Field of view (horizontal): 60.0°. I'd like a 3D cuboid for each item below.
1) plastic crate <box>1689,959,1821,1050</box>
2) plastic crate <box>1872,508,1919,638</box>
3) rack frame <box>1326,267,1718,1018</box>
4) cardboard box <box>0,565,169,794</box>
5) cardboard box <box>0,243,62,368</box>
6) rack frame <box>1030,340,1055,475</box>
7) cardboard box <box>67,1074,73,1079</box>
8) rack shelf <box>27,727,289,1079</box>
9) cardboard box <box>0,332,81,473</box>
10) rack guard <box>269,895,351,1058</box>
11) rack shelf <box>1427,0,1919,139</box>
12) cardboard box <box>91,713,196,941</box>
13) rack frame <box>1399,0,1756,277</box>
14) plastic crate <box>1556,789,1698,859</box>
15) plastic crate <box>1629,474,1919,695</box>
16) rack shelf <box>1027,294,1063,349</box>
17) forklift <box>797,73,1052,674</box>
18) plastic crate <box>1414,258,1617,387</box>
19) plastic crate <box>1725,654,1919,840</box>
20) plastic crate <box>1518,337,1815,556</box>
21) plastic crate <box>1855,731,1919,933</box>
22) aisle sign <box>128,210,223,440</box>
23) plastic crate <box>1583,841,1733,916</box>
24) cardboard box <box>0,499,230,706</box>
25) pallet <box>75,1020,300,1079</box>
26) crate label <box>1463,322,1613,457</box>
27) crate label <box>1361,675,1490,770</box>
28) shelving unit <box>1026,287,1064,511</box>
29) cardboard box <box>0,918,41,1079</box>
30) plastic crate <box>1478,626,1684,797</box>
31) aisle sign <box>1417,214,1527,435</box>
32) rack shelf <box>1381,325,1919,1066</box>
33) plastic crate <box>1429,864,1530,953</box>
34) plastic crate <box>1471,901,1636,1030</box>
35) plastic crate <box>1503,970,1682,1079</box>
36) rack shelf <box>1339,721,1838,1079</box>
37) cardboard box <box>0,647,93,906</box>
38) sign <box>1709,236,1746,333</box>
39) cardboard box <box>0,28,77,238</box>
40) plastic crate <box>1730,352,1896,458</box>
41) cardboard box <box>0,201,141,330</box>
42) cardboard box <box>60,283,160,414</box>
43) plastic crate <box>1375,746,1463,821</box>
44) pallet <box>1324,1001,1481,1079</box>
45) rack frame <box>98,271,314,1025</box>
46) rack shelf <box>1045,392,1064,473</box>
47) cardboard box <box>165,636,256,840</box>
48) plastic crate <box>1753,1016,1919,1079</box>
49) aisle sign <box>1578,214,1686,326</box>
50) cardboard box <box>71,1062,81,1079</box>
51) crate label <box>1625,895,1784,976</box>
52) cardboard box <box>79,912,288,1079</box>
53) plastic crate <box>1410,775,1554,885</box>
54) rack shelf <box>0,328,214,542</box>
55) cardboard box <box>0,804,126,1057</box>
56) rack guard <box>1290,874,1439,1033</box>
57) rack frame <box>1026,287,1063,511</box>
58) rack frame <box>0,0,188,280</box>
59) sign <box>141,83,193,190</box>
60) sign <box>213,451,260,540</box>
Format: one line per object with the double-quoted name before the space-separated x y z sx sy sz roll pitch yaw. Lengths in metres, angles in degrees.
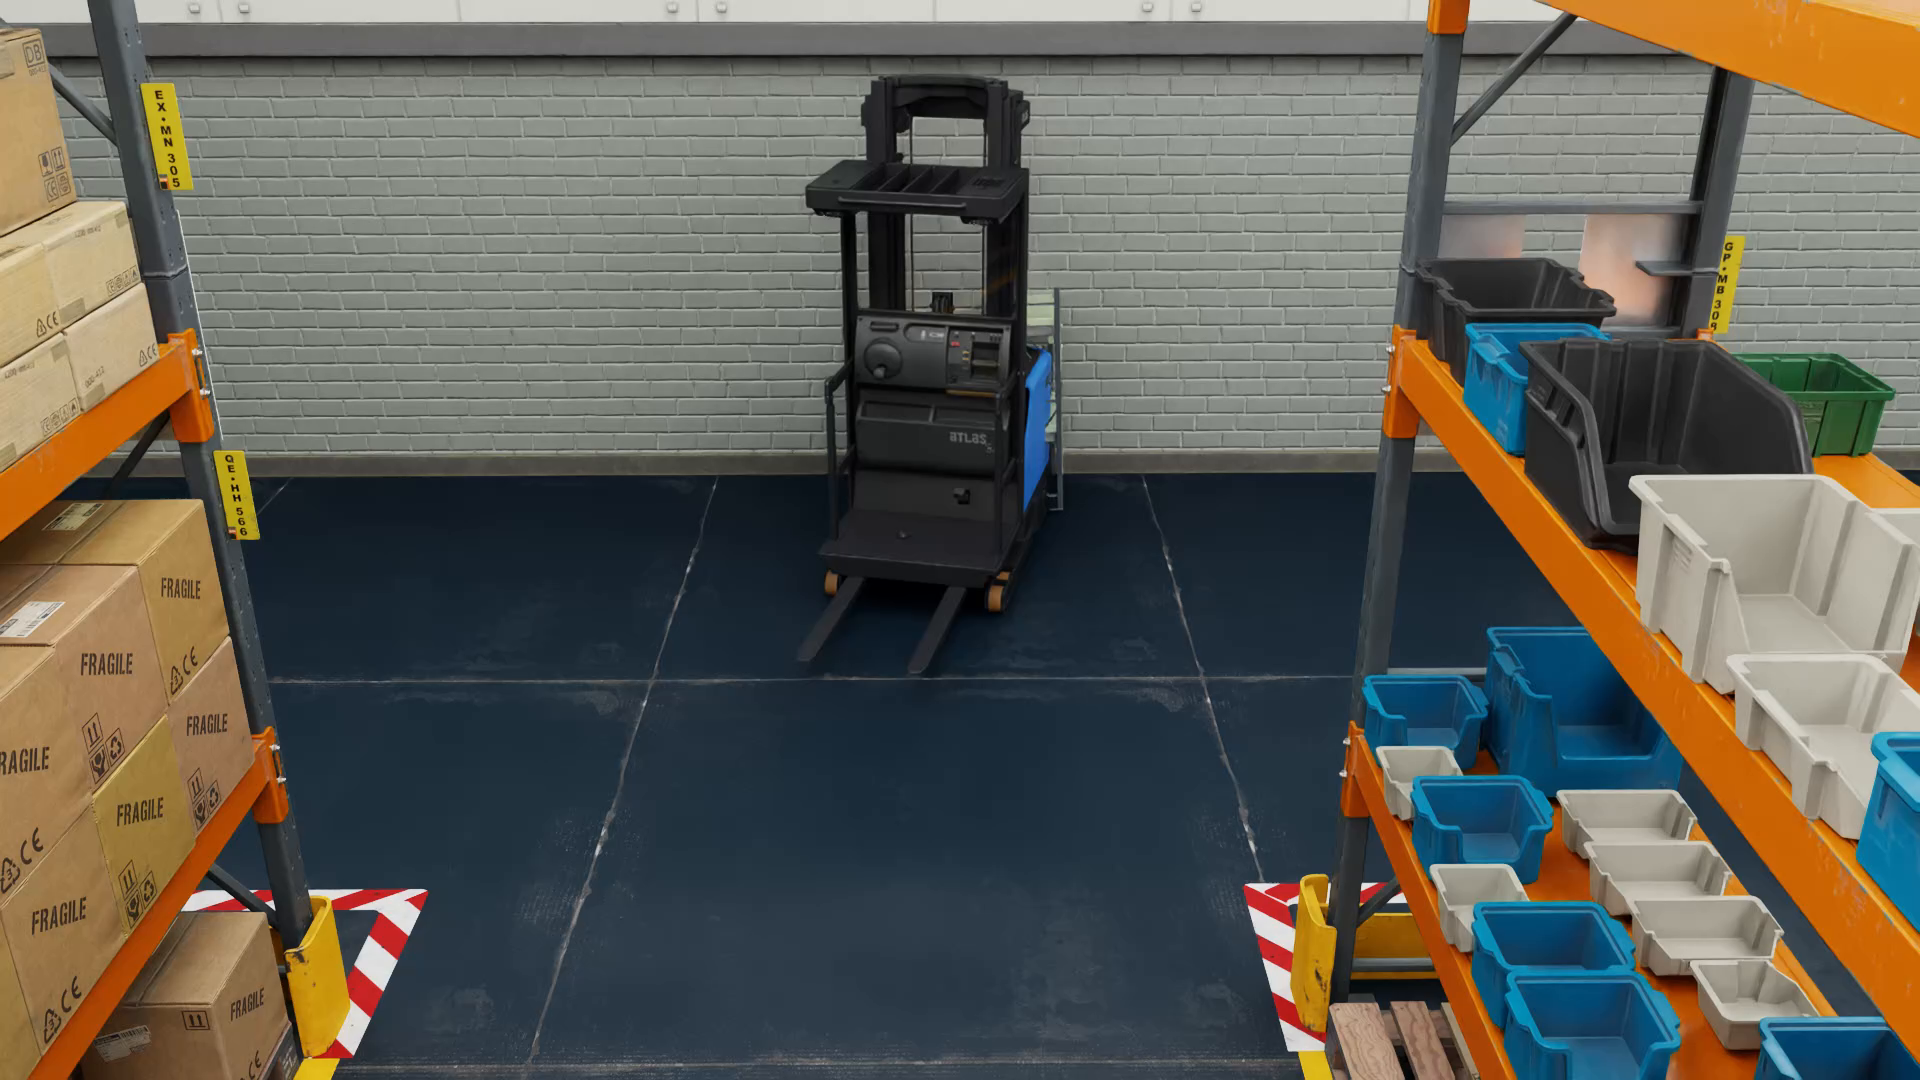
"plastic crate" 2.167 1.279 4.530 0.298 0.136 0.250 0 24 -1
"plastic crate" 2.210 0.098 3.573 0.437 0.136 0.530 0 24 -1
"rack frame" 1.939 0.494 6.017 1.000 3.000 0.127 0 24 -1
"cardboard box" -2.728 0.404 4.881 0.500 0.500 0.500 0 24 1
"cardboard box" -2.748 -0.594 4.360 0.500 0.250 0.500 0 24 -1
"rack frame" 0.445 -1.155 11.498 0.400 1.500 0.023 -2 21 0
"cardboard box" -3.286 1.999 5.493 0.500 0.250 0.500 0 24 -1
"rack shelf" -2.992 1.667 4.297 1.077 0.370 4.000 0 24 -1
"cardboard box" -2.750 -0.367 4.463 0.500 0.250 0.500 0 24 -1
"rack guard" -3.013 1.685 6.417 1.175 0.500 0.348 0 24 -1
"rack shelf" 1.961 -0.905 3.189 1.077 0.370 4.000 0 24 -1
"cardboard box" -2.728 0.867 5.072 0.500 0.500 0.500 0 24 0
"rack frame" 1.939 -2.239 4.780 1.000 3.000 0.127 0 24 -1
"plastic crate" 2.129 0.922 5.318 0.396 0.136 0.243 0 24 -1
"plastic crate" 1.655 0.096 3.401 0.437 0.282 0.530 0 24 -1
"rack shelf" 0.437 -1.389 11.017 0.431 0.370 0.720 -2 21 0
"forklift" -0.205 -1.074 9.569 1.130 2.935 3.031 5 25 11
"plastic crate" 1.665 -0.653 5.072 0.497 0.269 0.590 0 24 -1
"plastic crate" 1.588 0.374 2.964 0.293 0.136 0.466 0 24 -1
"plastic crate" 1.681 -0.213 4.017 0.504 0.338 0.767 0 24 -1
"plastic crate" 1.654 0.479 2.615 0.416 0.233 0.300 0 24 -1
"aisle sign" -2.708 -0.699 5.500 0.394 0.787 0.004 0 24 -1
"plastic crate" 2.118 1.042 5.053 0.396 0.136 0.243 0 24 -1
"cardboard box" -2.734 0.196 5.341 0.500 0.500 0.500 0 24 -1
"pallet" -3.003 2.146 5.750 1.003 0.211 1.213 0 24 -1
"crate label" 1.626 -0.423 4.585 0.408 0.251 0.502 0 24 -1
"crate label" 1.613 0.647 5.811 0.416 0.233 0.303 0 24 -1
"shelving unit" 0.452 -1.024 11.156 0.431 1.500 0.755 -2 21 0
"cardboard box" -2.722 1.280 4.159 0.500 0.500 0.500 -1 24 -1
"plastic crate" 2.130 0.588 5.694 0.616 0.435 0.499 0 24 -1
"aisle sign" 1.641 -0.718 5.544 0.394 0.787 0.004 0 24 -1
"rack shelf" 1.961 0.280 3.725 1.077 0.370 4.000 0 24 -1
"plastic crate" 1.541 1.103 4.919 0.250 0.136 0.298 0 24 -1
"plastic crate" 1.627 1.189 4.611 0.416 0.233 0.300 0 24 -1
"plastic crate" 1.630 1.313 4.338 0.416 0.233 0.300 0 24 -1
"rack shelf" 1.961 1.646 4.343 1.077 0.370 4.000 0 24 -1
"cardboard box" -2.717 0.618 4.409 0.500 0.500 0.500 0 24 1
"sign" 2.489 -0.834 5.440 0.100 0.325 0.005 0 24 -1
"cardboard box" -2.992 -1.141 4.658 0.700 0.500 0.500 0 24 -1
"plastic crate" 2.236 -0.371 4.546 0.450 0.188 0.336 0 24 -1
"cardboard box" -2.753 -0.800 4.815 0.500 0.250 0.500 0 24 -1
"cardboard box" -2.745 -0.573 4.918 0.500 0.250 0.500 0 24 -1
"plastic crate" 1.533 0.823 5.537 0.250 0.136 0.298 0 24 -1
"pallet" 1.909 2.105 5.840 1.003 0.211 1.213 0 24 -1
"rack frame" -3.014 0.515 5.971 1.000 3.000 0.127 0 24 -1
"rack shelf" 0.464 -0.720 11.272 0.431 0.370 0.720 -2 21 0
"cardboard box" -2.737 0.653 5.545 0.500 0.500 0.500 0 24 1
"plastic crate" 2.218 1.388 4.170 0.416 0.233 0.300 0 24 -1
"aisle sign" 2.231 -0.721 5.549 0.394 0.787 0.004 0 24 -1
"cardboard box" -3.350 1.883 5.851 0.380 0.166 0.250 0 24 -1
"crate label" 2.145 1.157 4.800 0.396 0.136 0.243 0 24 -1
"cardboard box" -2.762 1.677 5.902 0.500 0.500 0.500 0 24 -1
"plastic crate" 1.620 0.918 5.211 0.416 0.233 0.300 0 24 -1
"rack shelf" -2.992 0.300 3.679 1.077 0.370 4.000 0 24 -1
"cardboard box" -2.728 1.072 4.618 0.500 0.500 0.500 0 24 0
"rack guard" 1.926 1.624 6.554 1.175 0.500 0.348 0 24 -1
"rack frame" 0.459 -0.894 10.814 0.400 1.500 0.023 -2 21 0
"rack frame" -3.014 -2.218 4.735 1.000 3.000 0.127 0 24 -1
"sign" -2.459 -1.249 5.158 0.100 0.325 0.005 0 24 -1
"sign" -2.459 -0.151 5.654 0.100 0.325 0.005 0 24 -1
